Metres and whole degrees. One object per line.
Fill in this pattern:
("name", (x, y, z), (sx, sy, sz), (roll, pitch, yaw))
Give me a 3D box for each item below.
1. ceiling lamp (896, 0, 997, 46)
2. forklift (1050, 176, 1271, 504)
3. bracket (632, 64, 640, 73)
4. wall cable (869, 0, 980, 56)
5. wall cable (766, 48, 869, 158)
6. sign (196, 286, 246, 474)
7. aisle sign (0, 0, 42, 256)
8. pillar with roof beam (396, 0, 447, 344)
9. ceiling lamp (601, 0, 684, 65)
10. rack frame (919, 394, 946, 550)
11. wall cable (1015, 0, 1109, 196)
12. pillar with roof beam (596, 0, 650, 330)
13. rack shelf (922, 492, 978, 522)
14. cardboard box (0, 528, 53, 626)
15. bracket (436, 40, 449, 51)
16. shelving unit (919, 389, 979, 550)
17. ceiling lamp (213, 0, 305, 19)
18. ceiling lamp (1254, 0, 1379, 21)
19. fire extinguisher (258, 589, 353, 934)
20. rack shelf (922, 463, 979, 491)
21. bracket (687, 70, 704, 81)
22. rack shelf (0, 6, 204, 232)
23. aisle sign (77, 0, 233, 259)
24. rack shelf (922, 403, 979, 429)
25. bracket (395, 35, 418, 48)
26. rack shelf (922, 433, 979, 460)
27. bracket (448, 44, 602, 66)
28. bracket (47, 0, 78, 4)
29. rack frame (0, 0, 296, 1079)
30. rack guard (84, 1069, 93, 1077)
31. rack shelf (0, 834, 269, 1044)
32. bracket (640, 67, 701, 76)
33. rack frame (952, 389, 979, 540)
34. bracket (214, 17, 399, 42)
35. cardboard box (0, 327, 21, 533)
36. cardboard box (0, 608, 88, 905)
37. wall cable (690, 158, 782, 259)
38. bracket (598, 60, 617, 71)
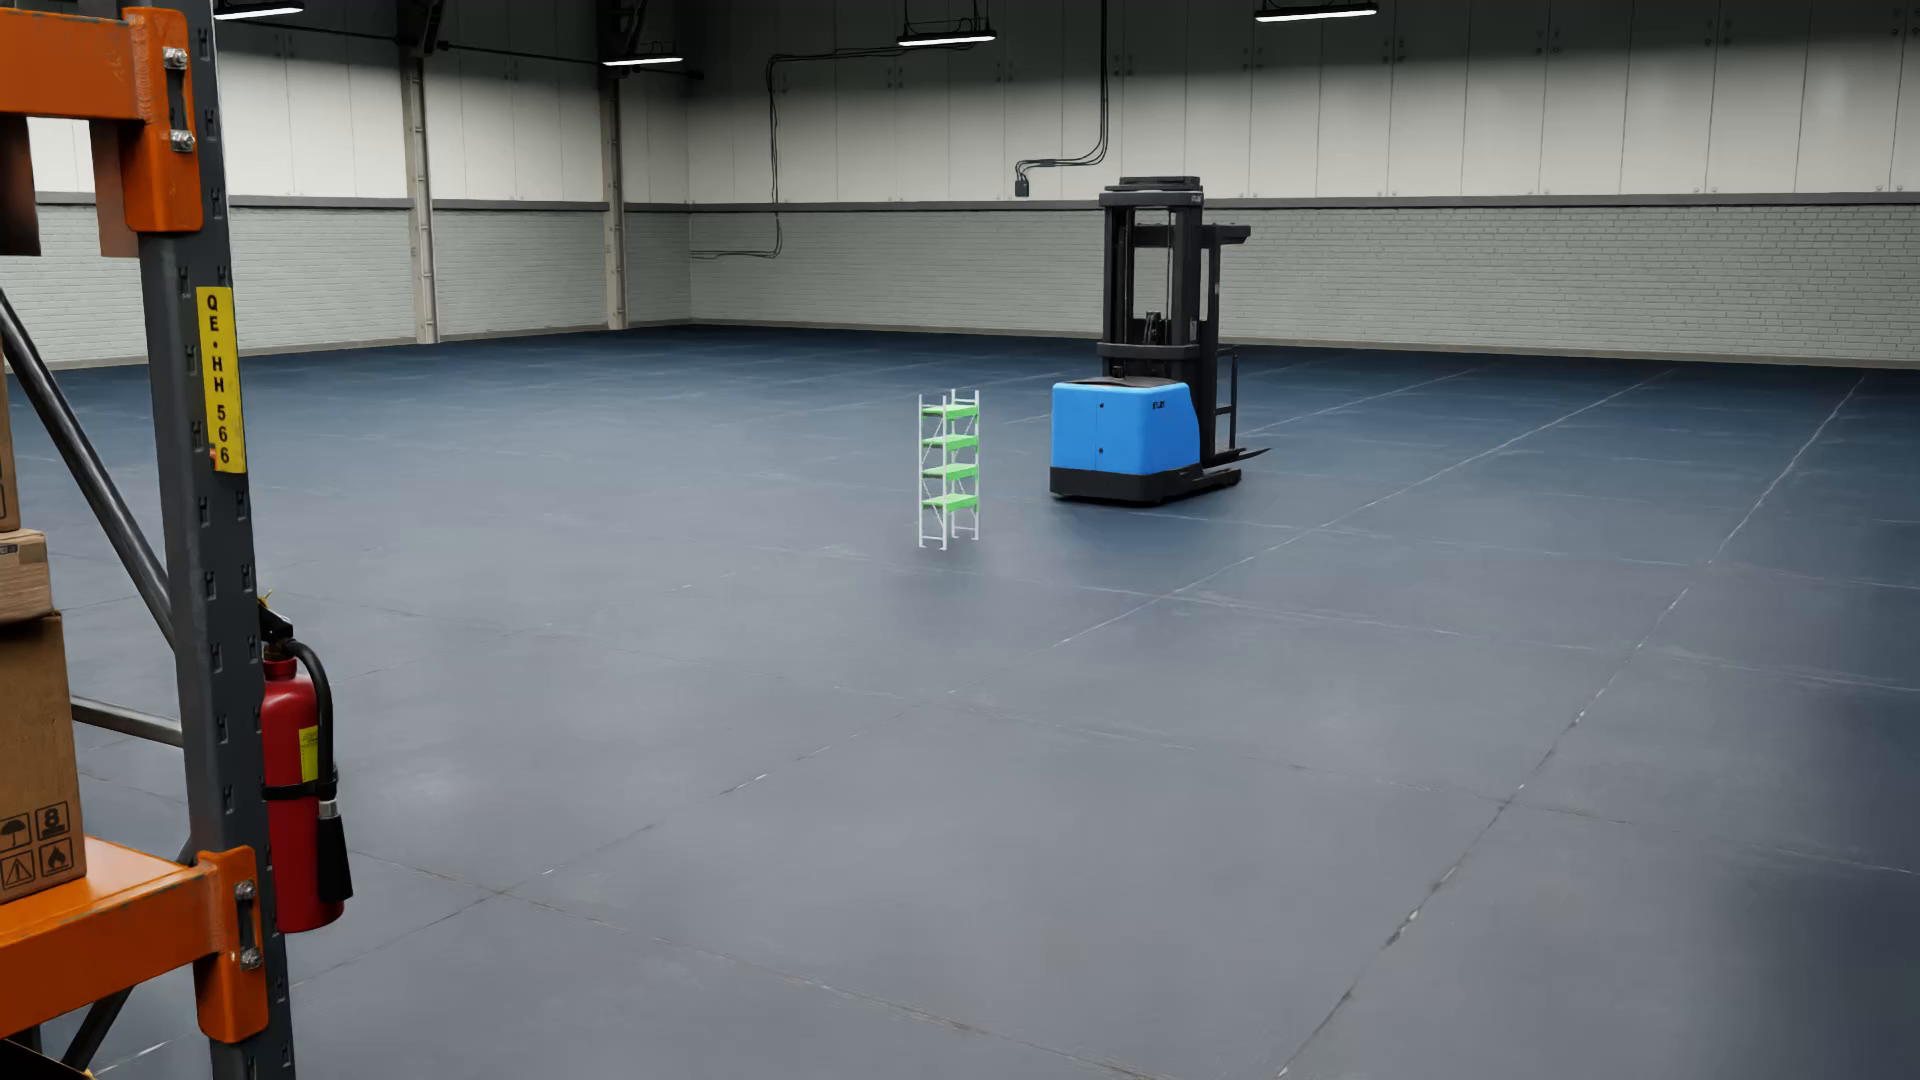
("ceiling lamp", (-0.128, -10.763, 30.542), (2.000, 3.185, 0.800), (6, 12, 31))
("forklift", (2.089, -1.987, 16.018), (1.130, 2.935, 3.031), (7, 13, 34))
("bracket", (-7.978, -11.462, 40.356), (0.235, 0.232, 0.430), (6, 12, 31))
("wall cable", (-0.880, -12.636, 38.763), (3.097, 2.526, 0.112), (6, 12, 31))
("wall cable", (-3.525, -10.696, 40.761), (3.097, 2.526, 0.112), (6, 12, 31))
("sign", (-1.305, -0.282, 2.933), (0.100, 0.325, 0.005), (6, 12, 31))
("aisle sign", (-1.989, -0.968, 3.322), (0.394, 0.787, 0.004), (6, 12, 31))
("pillar with roof beam", (-7.932, -8.306, 33.283), (9.100, 9.000, 0.548), (6, 12, 31))
("ceiling lamp", (-6.444, -11.469, 34.313), (2.000, 3.185, 0.800), (6, 12, 31))
("rack frame", (-0.213, -0.525, 12.914), (0.240, 1.200, 0.015), (6, 12, 31))
("wall cable", (2.268, -10.760, 37.149), (2.305, 6.003, 0.169), (6, 12, 31))
("pillar with roof beam", (-4.817, -9.250, 38.323), (9.100, 9.000, 0.548), (6, 12, 31))
("rack shelf", (-0.086, -0.265, 13.175), (0.258, 0.148, 0.480), (6, 12, 31))
("cardboard box", (-1.797, 0.060, 2.862), (0.380, 0.149, 0.250), (6, 12, 30))
("bracket", (-11.093, -10.518, 35.316), (0.235, 0.232, 0.430), (6, 12, 31))
("shelving unit", (-0.086, -0.564, 13.119), (0.258, 1.200, 0.503), (6, 12, 31))
("ceiling lamp", (-11.173, -10.036, 26.660), (2.000, 3.185, 0.800), (6, 12, 31))
("ceiling lamp", (5.906, -10.088, 26.939), (2.000, 3.185, 0.800), (6, 12, 31))
("fire extinguisher", (-1.303, 0.413, 3.219), (0.296, 0.674, 0.183), (6, 12, 31))
("rack shelf", (-0.086, -0.501, 13.131), (0.258, 0.148, 0.480), (6, 12, 31))
("bracket", (-6.747, -11.835, 42.347), (0.235, 0.232, 0.430), (6, 12, 31))
("rack shelf", (-2.800, -0.457, 1.460), (1.077, 0.370, 4.000), (6, 12, 31))
("aisle sign", (-1.476, -0.910, 3.016), (0.394, 0.787, 0.004), (6, 12, 31))
("rack shelf", (-0.086, -0.973, 13.043), (0.258, 0.148, 0.480), (6, 12, 31))
("bracket", (-11.524, -10.388, 34.619), (0.235, 0.232, 0.430), (6, 12, 31))
("rack shelf", (-0.086, -0.737, 13.087), (0.258, 0.148, 0.480), (6, 12, 31))
("bracket", (-9.746, -10.926, 37.495), (0.076, 0.066, 4.783), (6, 12, 31))
("bracket", (-15.977, -9.039, 27.414), (0.076, 0.066, 4.783), (6, 12, 31))
("rack frame", (-1.759, 0.350, 3.348), (0.949, 2.616, 0.053), (6, 12, 31))
("rack guard", (-1.749, 1.575, 3.600), (1.175, 0.500, 0.348), (6, 12, 31))
("rack shelf", (-2.800, 1.018, 1.736), (1.077, 0.370, 4.000), (6, 12, 31))
("bracket", (-7.054, -11.742, 41.851), (0.076, 0.066, 3.189), (6, 12, 31))
("rack frame", (0.041, -0.602, 13.324), (0.240, 1.200, 0.015), (6, 12, 31))
("bracket", (-12.861, -9.983, 32.454), (0.076, 0.066, 4.783), (6, 12, 31))
("cardboard box", (-2.042, -0.257, 2.791), (0.700, 0.500, 0.500), (6, 12, 31))
("cardboard box", (-2.015, 0.373, 2.955), (0.700, 0.500, 0.500), (6, 12, 31))
("wall cable", (-5.837, -8.472, 42.606), (3.097, 2.526, 0.112), (6, 12, 31))
("bracket", (-8.409, -11.331, 39.659), (0.235, 0.232, 0.430), (6, 12, 31))
